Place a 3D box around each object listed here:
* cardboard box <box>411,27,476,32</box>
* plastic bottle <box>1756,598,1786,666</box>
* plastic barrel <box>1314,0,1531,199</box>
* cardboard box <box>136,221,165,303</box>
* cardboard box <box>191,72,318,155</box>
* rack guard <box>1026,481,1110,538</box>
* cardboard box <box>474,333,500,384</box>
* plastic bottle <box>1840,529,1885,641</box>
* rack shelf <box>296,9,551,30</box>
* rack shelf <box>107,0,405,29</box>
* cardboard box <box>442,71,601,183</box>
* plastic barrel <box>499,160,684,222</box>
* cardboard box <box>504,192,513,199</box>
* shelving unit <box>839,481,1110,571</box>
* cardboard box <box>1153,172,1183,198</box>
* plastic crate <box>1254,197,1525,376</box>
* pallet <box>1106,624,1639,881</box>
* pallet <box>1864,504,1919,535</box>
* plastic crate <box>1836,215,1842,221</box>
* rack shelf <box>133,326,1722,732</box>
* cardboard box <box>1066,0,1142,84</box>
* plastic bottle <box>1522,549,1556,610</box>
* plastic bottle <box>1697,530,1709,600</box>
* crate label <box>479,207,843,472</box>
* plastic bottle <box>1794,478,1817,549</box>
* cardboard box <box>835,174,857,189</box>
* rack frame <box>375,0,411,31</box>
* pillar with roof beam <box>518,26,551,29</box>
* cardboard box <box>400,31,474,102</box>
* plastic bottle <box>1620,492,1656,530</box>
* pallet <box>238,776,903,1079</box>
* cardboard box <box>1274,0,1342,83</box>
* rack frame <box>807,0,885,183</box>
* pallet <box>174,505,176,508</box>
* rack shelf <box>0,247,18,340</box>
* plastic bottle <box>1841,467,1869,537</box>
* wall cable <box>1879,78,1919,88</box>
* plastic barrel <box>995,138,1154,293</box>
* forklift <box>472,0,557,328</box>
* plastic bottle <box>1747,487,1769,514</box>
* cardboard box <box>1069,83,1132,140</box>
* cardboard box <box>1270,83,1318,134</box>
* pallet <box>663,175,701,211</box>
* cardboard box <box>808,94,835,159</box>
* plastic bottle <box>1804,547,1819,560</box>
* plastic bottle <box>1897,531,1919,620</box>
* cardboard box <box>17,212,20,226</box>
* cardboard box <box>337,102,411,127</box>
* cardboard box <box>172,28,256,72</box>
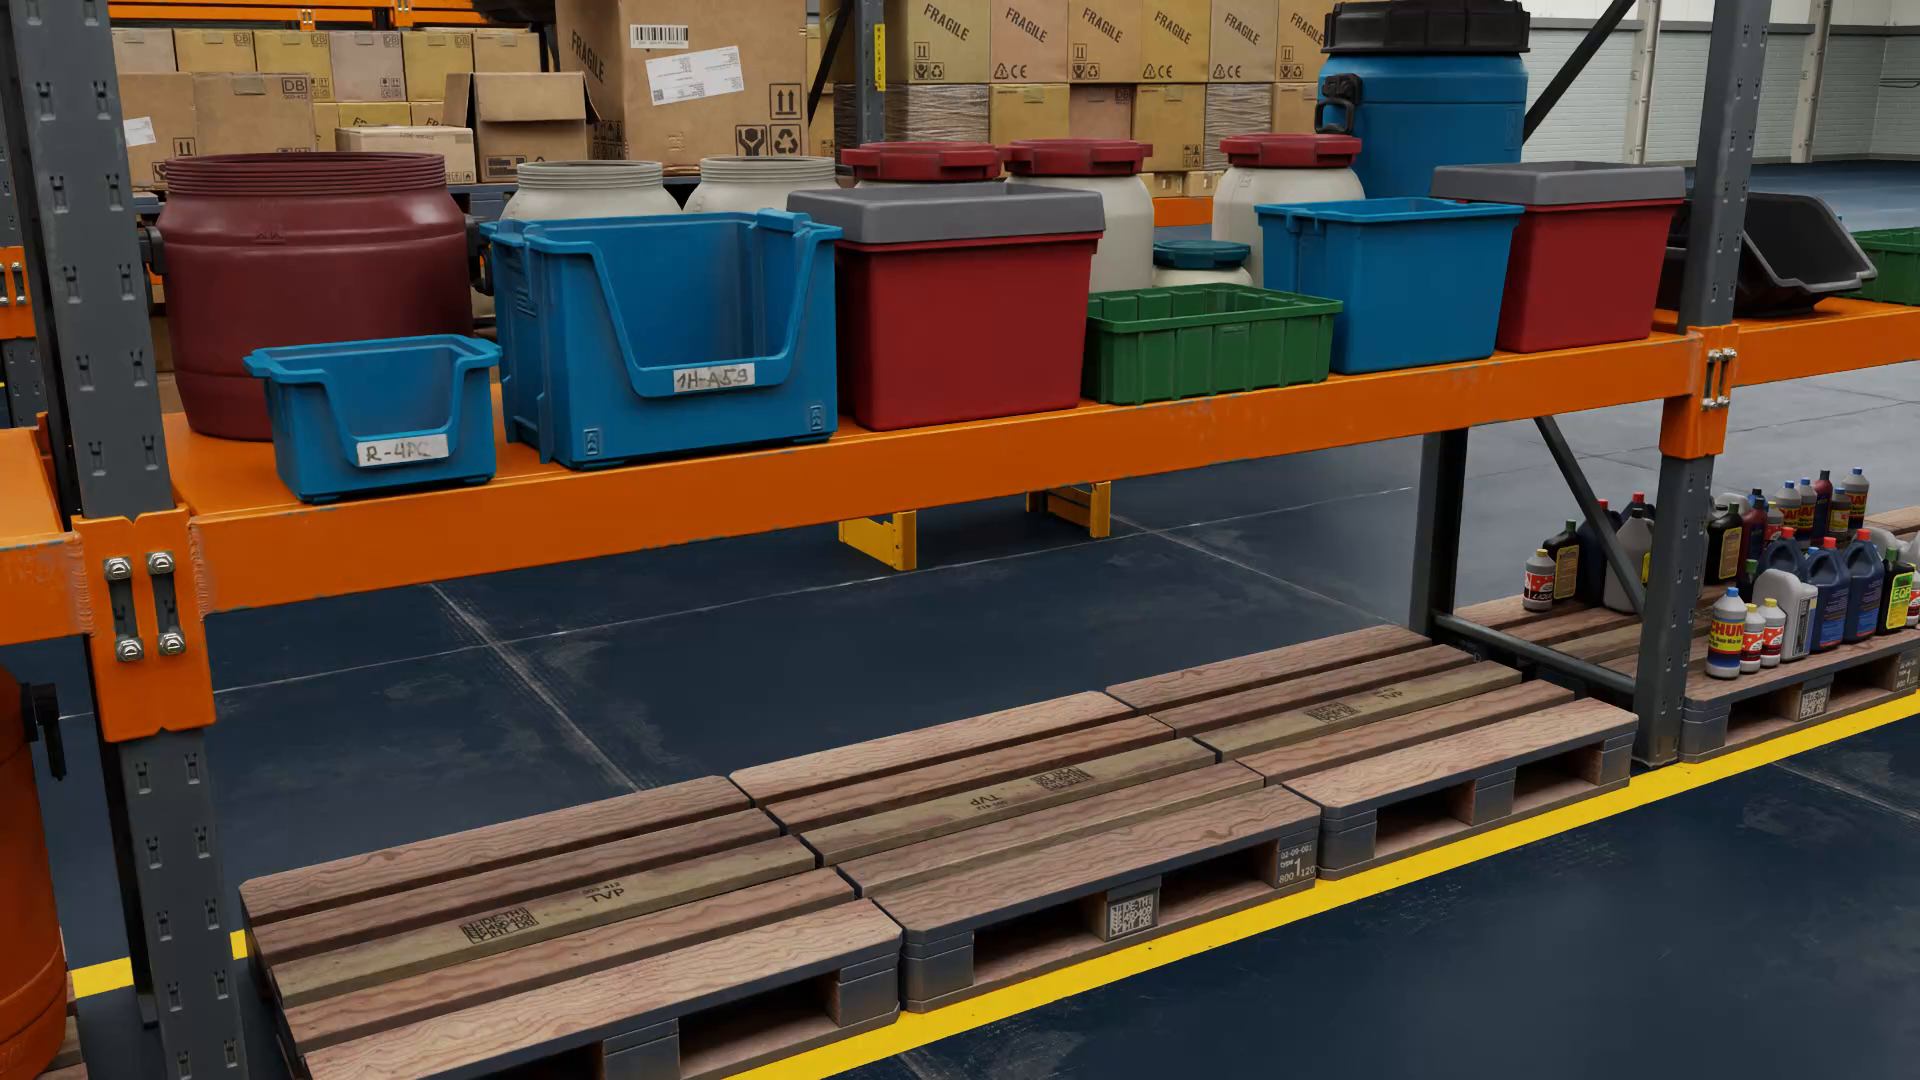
[{"bbox_3d":[-5.312,-5.003,17.112,0.500,0.500,0.700,-9,18,-30],"label":"cardboard box"},{"bbox_3d":[2.527,0.284,5.209,0.097,0.201,0.097,0,16,0],"label":"plastic bottle"},{"bbox_3d":[1.367,-1.138,4.984,0.708,0.901,0.600,-9,18,-30],"label":"plastic barrel"},{"bbox_3d":[-6.025,-1.815,11.717,0.750,0.750,1.050,-9,18,-30],"label":"cardboard box"},{"bbox_3d":[-3.256,-1.906,7.688,0.500,0.500,0.700,-6,17,-22],"label":"cardboard box"},{"bbox_3d":[0.492,-0.200,7.661,0.087,0.250,0.587,-9,18,-30],"label":"rack guard"},{"bbox_3d":[-2.610,-0.737,8.297,0.500,0.500,0.700,-8,17,-25],"label":"cardboard box"},{"bbox_3d":[2.921,0.141,5.443,0.185,0.351,0.144,-10,19,-32],"label":"plastic bottle"},{"bbox_3d":[-6.646,-6.843,22.040,4.000,0.370,1.077,-9,18,-30],"label":"rack shelf"},{"bbox_3d":[-7.515,-5.139,15.961,4.000,0.370,1.077,-9,18,-30],"label":"rack shelf"},{"bbox_3d":[-2.135,-2.016,8.075,0.637,0.503,0.797,-7,17,-24],"label":"cardboard box"},{"bbox_3d":[-0.803,-0.571,3.681,0.421,0.512,0.421,0,16,0],"label":"plastic barrel"},{"bbox_3d":[-4.703,-3.655,17.819,0.500,0.500,0.500,-8,18,-27],"label":"cardboard box"},{"bbox_3d":[0.065,-0.733,7.245,1.083,1.500,0.587,-9,18,-30],"label":"shelving unit"},{"bbox_3d":[1.112,-2.123,9.890,0.250,0.149,0.380,-9,18,-30],"label":"cardboard box"},{"bbox_3d":[1.068,-0.647,4.192,0.575,0.384,0.392,-9,18,-30],"label":"plastic crate"},{"bbox_3d":[1.201,0.580,4.948,1.213,0.211,1.003,-9,18,-30],"label":"pallet"},{"bbox_3d":[4.542,0.039,6.878,1.213,0.211,1.003,-9,18,-30],"label":"pallet"},{"bbox_3d":[2.663,-1.026,5.786,0.616,0.251,0.499,-9,18,-30],"label":"plastic crate"},{"bbox_3d":[0.139,-0.256,4.099,4.000,0.370,1.077,-9,18,-30],"label":"rack shelf"},{"bbox_3d":[0.676,-2.842,9.403,0.500,0.500,0.500,-9,18,-30],"label":"cardboard box"},{"bbox_3d":[2.004,0.133,5.749,0.097,0.201,0.097,0,16,0],"label":"plastic bottle"},{"bbox_3d":[2.520,0.067,5.844,0.135,0.276,0.152,-9,18,-30],"label":"plastic bottle"},{"bbox_3d":[-0.584,-0.417,3.275,0.616,0.435,0.502,-9,18,-30],"label":"crate label"},{"bbox_3d":[3.274,-0.107,6.474,0.097,0.271,0.097,0,16,0],"label":"plastic bottle"},{"bbox_3d":[-0.664,-2.003,9.465,0.250,0.149,0.380,-9,18,-30],"label":"cardboard box"},{"bbox_3d":[-5.801,-4.319,17.261,0.127,3.000,1.000,-9,18,-30],"label":"rack frame"},{"bbox_3d":[-3.775,-8.028,19.375,0.400,9.000,9.100,-9,18,-30],"label":"pillar with roof beam"},{"bbox_3d":[-4.027,-3.575,12.569,0.500,0.500,0.700,-10,18,-31],"label":"cardboard box"},{"bbox_3d":[2.422,0.000,5.944,0.185,0.351,0.144,-10,19,-32],"label":"plastic bottle"},{"bbox_3d":[-0.891,0.920,3.738,1.213,0.211,1.003,-9,18,-30],"label":"pallet"},{"bbox_3d":[1.962,-3.051,10.147,0.500,0.500,0.500,-9,18,-30],"label":"cardboard box"},{"bbox_3d":[-0.697,-2.026,9.082,0.127,3.000,1.000,-9,18,-30],"label":"rack frame"},{"bbox_3d":[-3.455,-0.236,7.861,1.213,0.211,1.003,-9,18,-30],"label":"pallet"},{"bbox_3d":[-5.840,-0.846,6.203,4.000,0.370,1.077,-9,18,-30],"label":"rack shelf"},{"bbox_3d":[3.568,-0.155,6.644,0.097,0.271,0.097,0,16,0],"label":"plastic bottle"},{"bbox_3d":[22.929,-11.802,38.594,0.112,2.526,3.097,-9,18,-30],"label":"wall cable"},{"bbox_3d":[0.292,-0.762,4.318,0.433,0.535,0.433,0,16,0],"label":"plastic barrel"},{"bbox_3d":[-2.480,-2.457,10.744,3.031,2.935,1.130,-9,18,-29],"label":"forklift"},{"bbox_3d":[3.015,-0.065,6.324,0.097,0.271,0.097,0,16,0],"label":"plastic bottle"},{"bbox_3d":[0.544,-2.420,9.750,0.500,0.500,0.875,-9,18,-30],"label":"cardboard box"},{"bbox_3d":[1.879,-2.606,10.414,0.500,0.500,0.875,-9,18,-30],"label":"cardboard box"},{"bbox_3d":[-1.427,-1.861,8.848,1.213,0.211,1.003,-9,18,-30],"label":"pallet"},{"bbox_3d":[-1.469,-3.541,14.206,0.500,0.550,0.875,-9,18,-30],"label":"cardboard box"},{"bbox_3d":[2.821,0.157,5.532,0.097,0.271,0.097,0,16,0],"label":"plastic bottle"},{"bbox_3d":[3.286,0.082,5.654,0.185,0.351,0.144,-9,18,-30],"label":"plastic bottle"},{"bbox_3d":[-11.247,-4.053,19.934,0.625,0.625,0.875,-9,18,-28],"label":"cardboard box"},{"bbox_3d":[-4.341,-2.961,12.231,0.500,0.500,0.500,-9,18,-29],"label":"cardboard box"},{"bbox_3d":[-5.332,-3.364,11.816,0.500,0.500,0.700,-10,18,-31],"label":"cardboard box"}]
